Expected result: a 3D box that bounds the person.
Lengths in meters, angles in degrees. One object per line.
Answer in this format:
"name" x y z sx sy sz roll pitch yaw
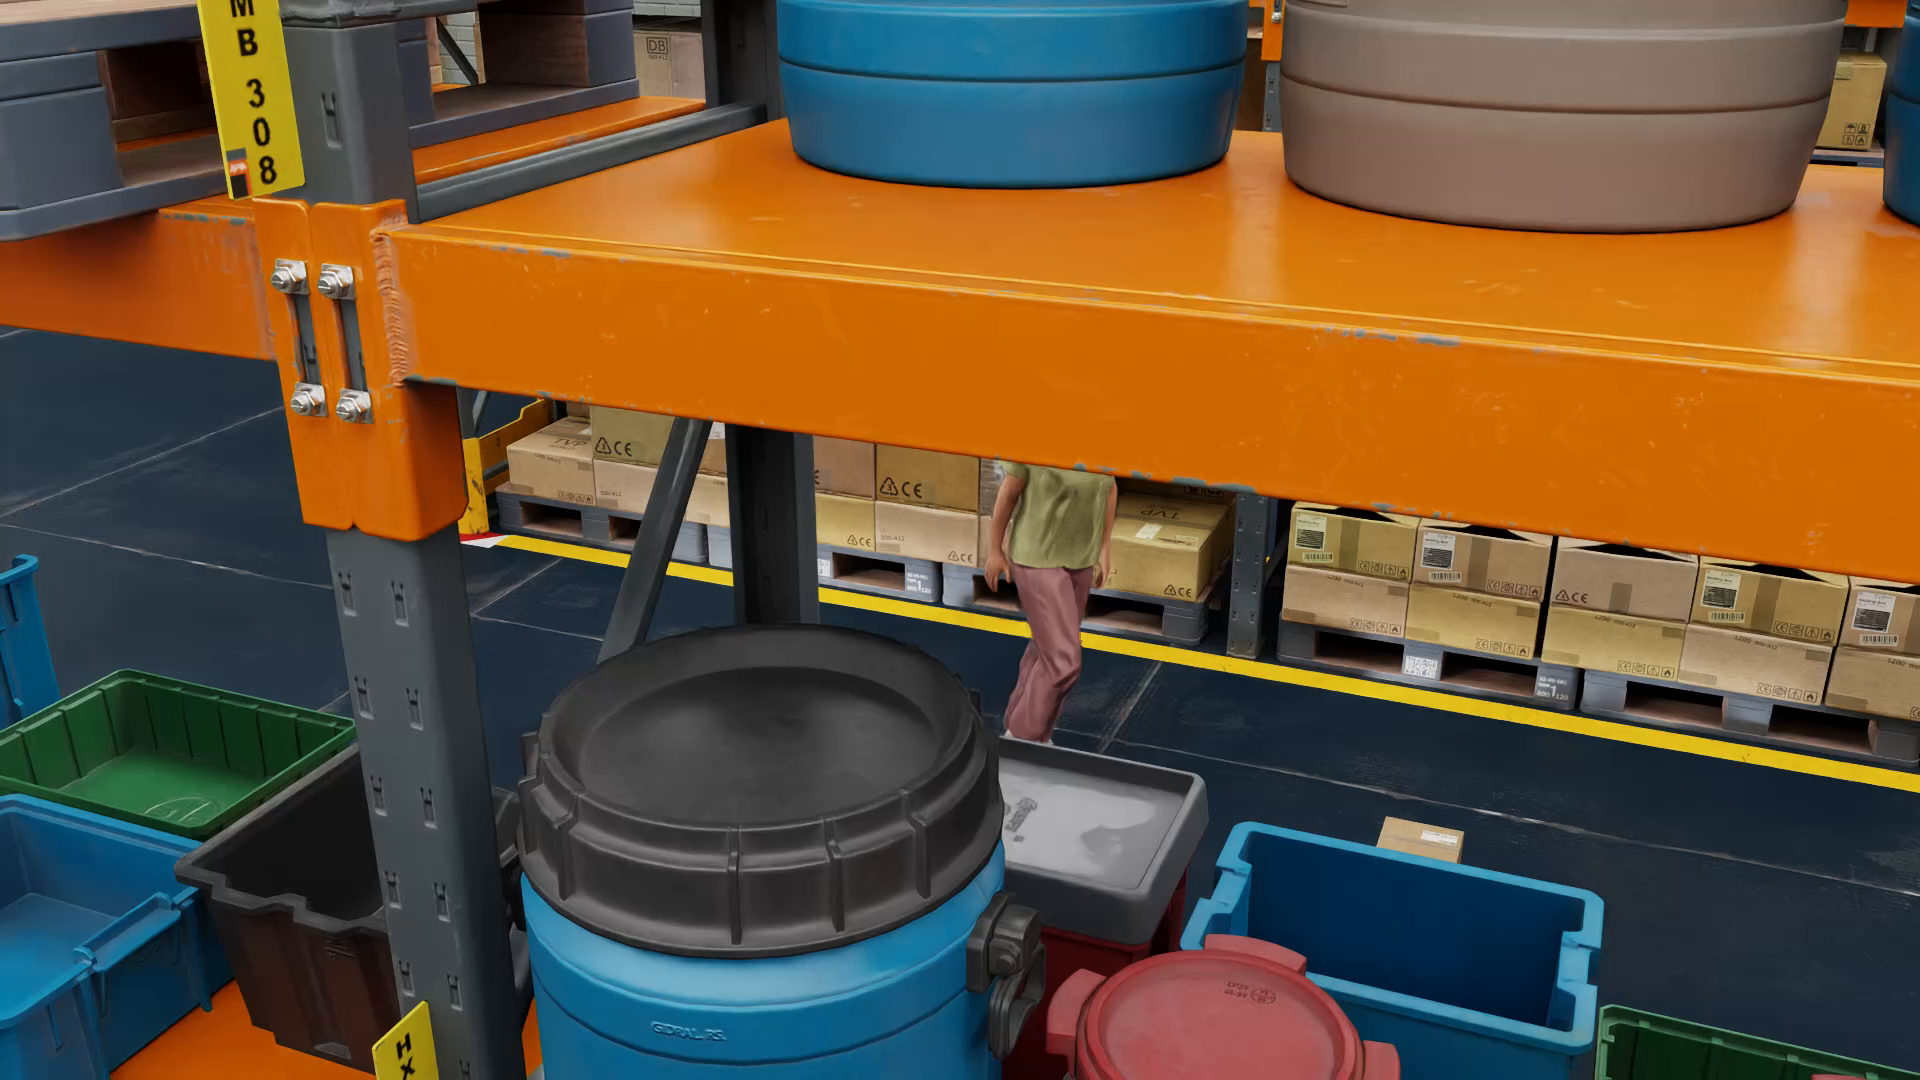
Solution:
"person" 0.353 0.070 5.885 0.476 1.651 0.509 -16 27 -34
